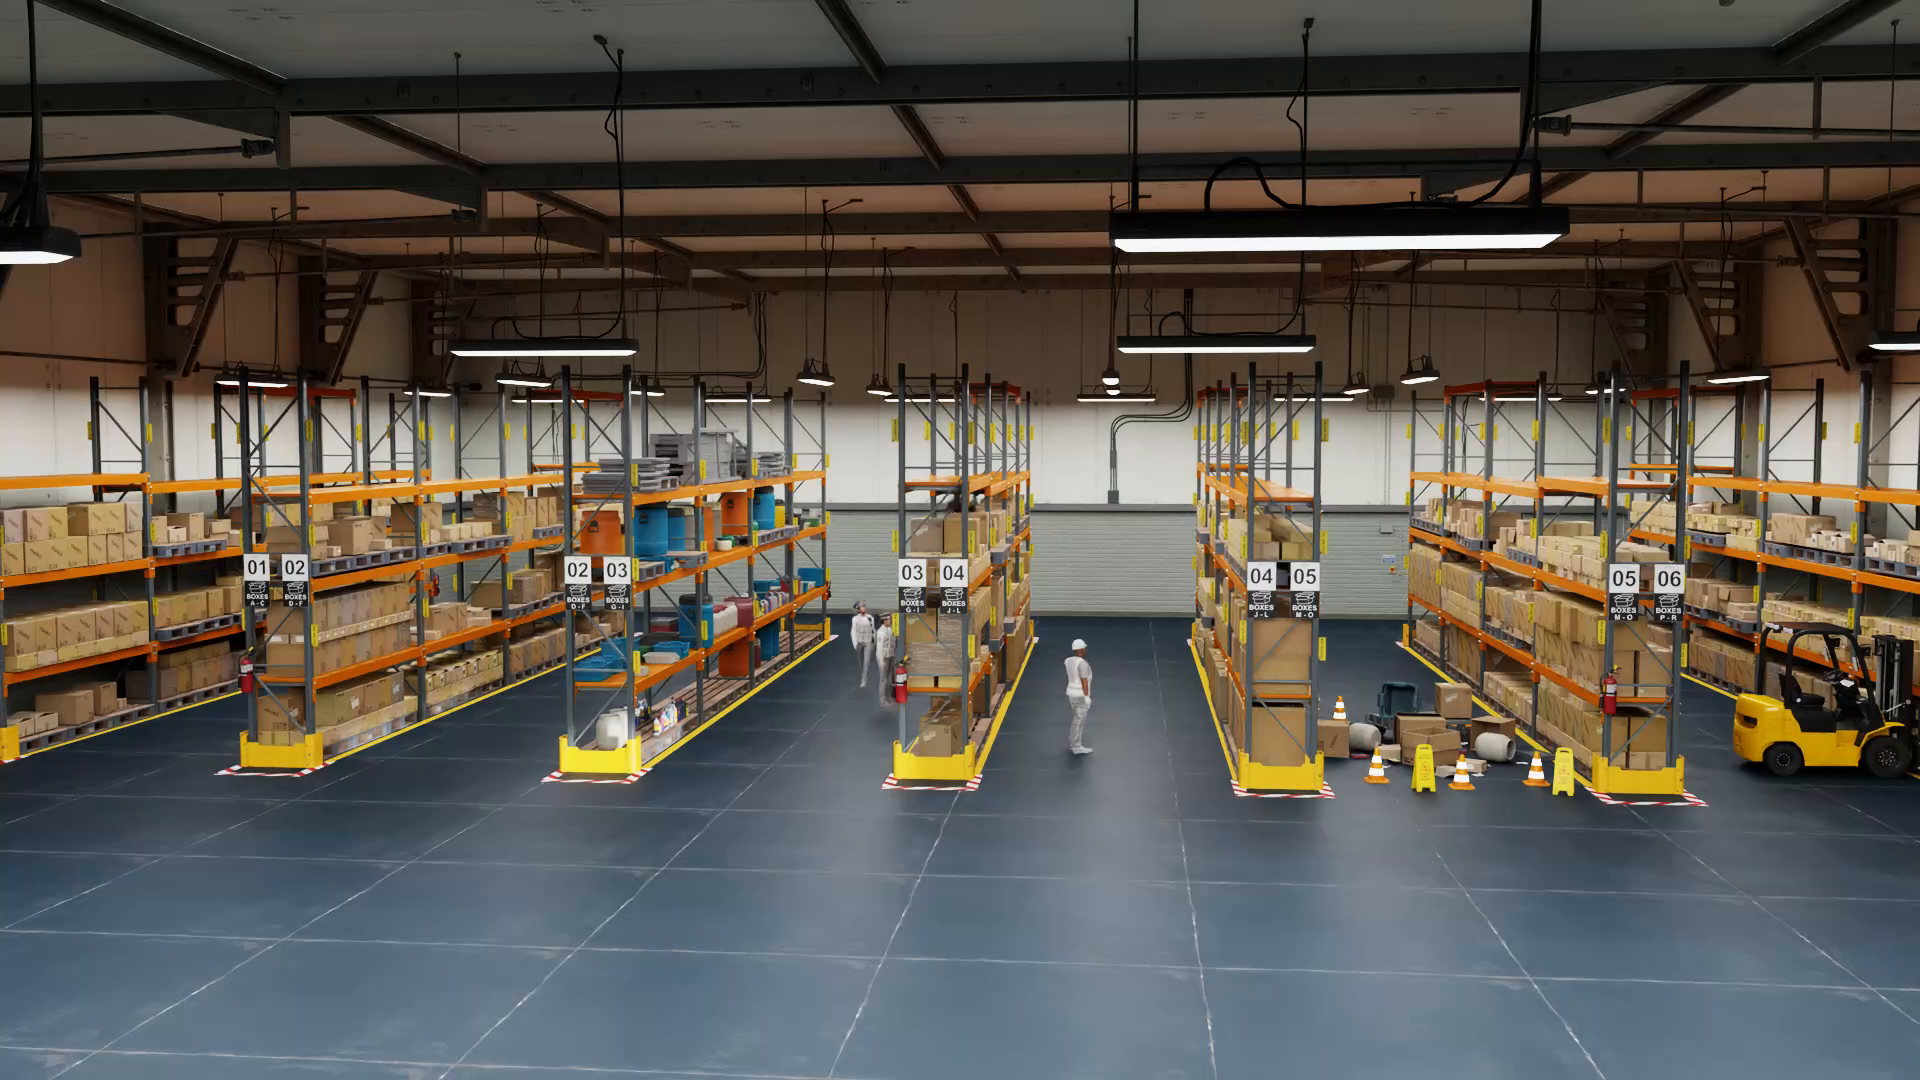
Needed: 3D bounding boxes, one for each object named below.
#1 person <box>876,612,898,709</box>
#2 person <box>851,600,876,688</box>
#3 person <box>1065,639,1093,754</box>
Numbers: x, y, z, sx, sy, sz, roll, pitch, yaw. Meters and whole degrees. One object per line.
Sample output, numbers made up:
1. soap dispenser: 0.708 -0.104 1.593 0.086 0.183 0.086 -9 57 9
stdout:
1. person: -1.307 2.148 29.557 0.362 1.755 0.575 2 4 24
2. person: -1.864 1.970 31.935 0.440 1.641 0.944 1 4 10
3. person: 1.900 2.466 26.013 0.420 1.823 0.621 -1 4 -20
